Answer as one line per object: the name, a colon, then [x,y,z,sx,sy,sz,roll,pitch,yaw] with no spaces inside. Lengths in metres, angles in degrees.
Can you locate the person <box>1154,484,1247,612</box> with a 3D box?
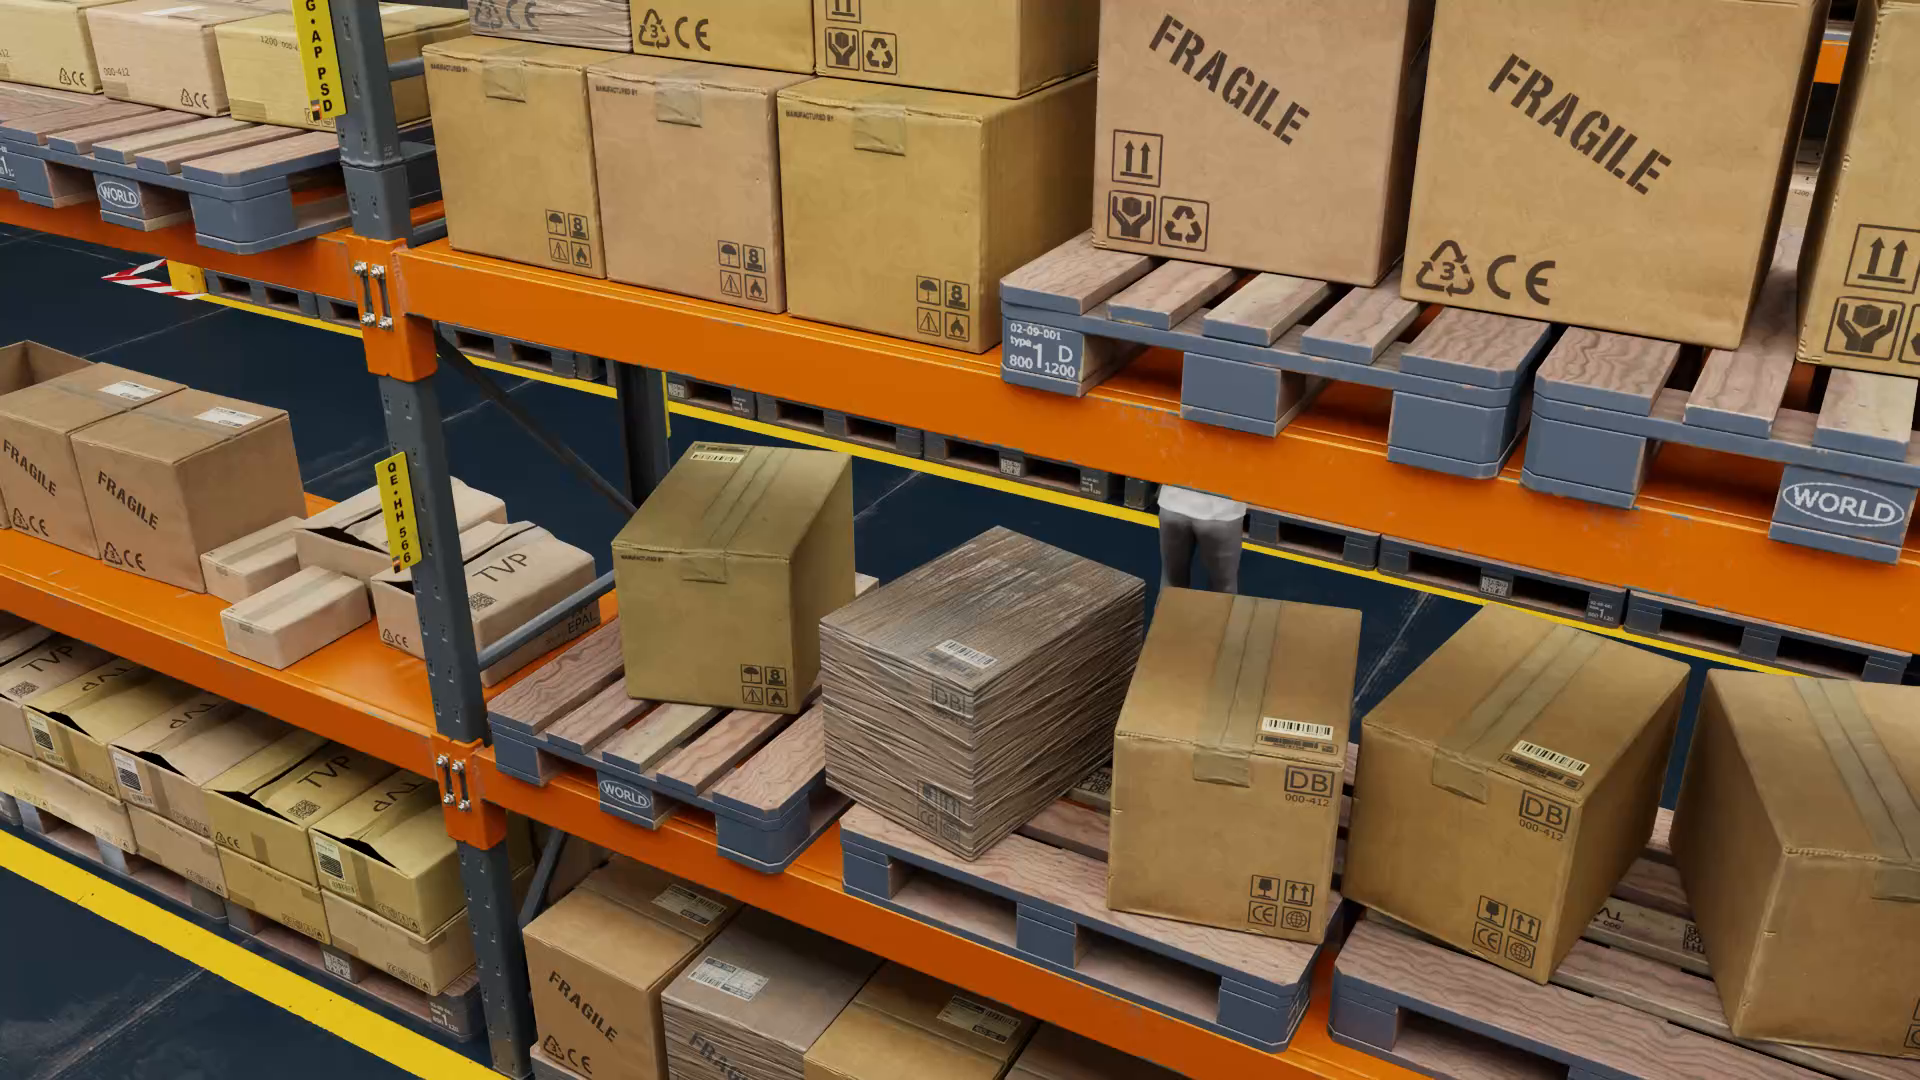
person: [1.095,-0.145,7.374,0.450,1.688,0.540,15,30,27]
